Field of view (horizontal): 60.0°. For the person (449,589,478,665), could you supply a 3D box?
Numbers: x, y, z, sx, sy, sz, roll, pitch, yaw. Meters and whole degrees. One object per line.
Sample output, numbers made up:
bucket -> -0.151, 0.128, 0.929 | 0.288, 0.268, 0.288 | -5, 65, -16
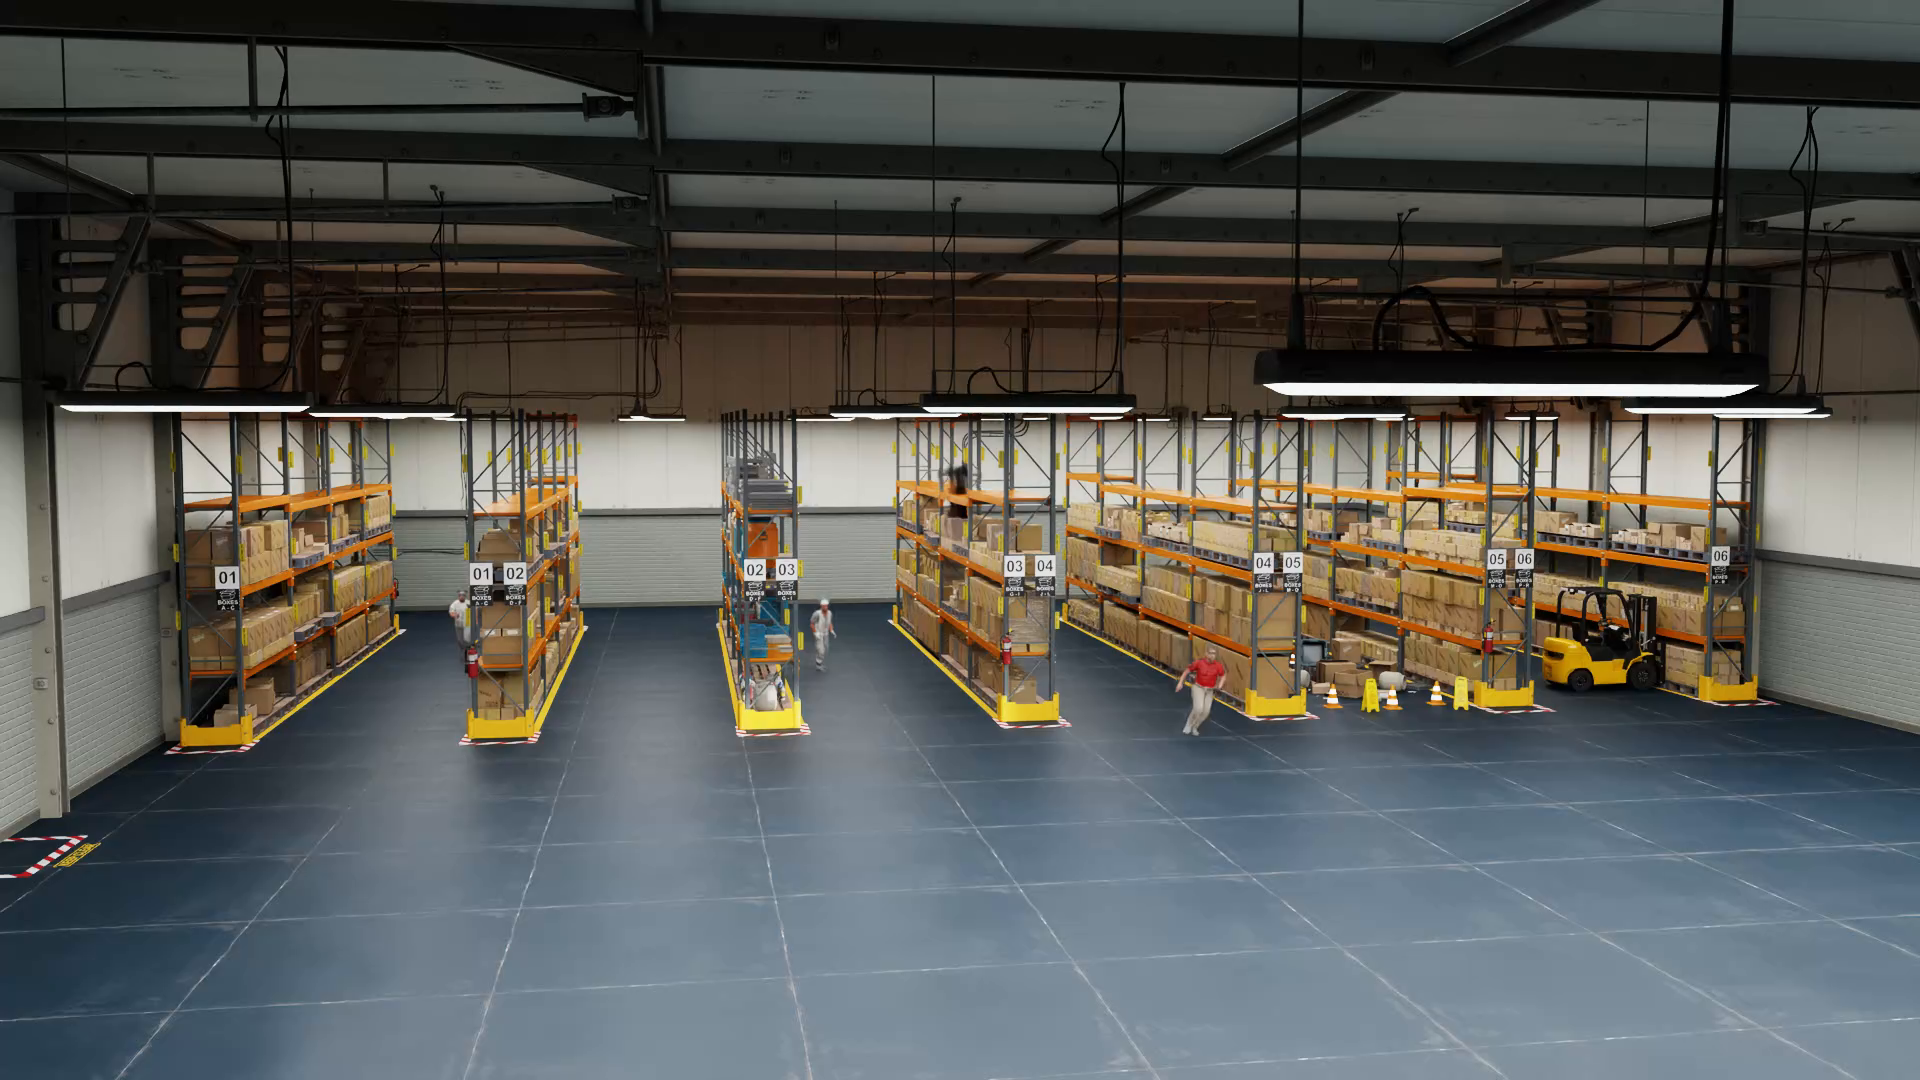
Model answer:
person -> -11.882, 2.078, 39.767 | 0.610, 1.839, 0.855 | 0, 4, -4

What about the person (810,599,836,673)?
person -> -3.217, 2.202, 38.301 | 0.781, 1.720, 0.648 | 4, 5, 43

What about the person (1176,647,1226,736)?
person -> 4.501, 2.803, 30.567 | 0.844, 1.657, 0.688 | -2, 4, -22
